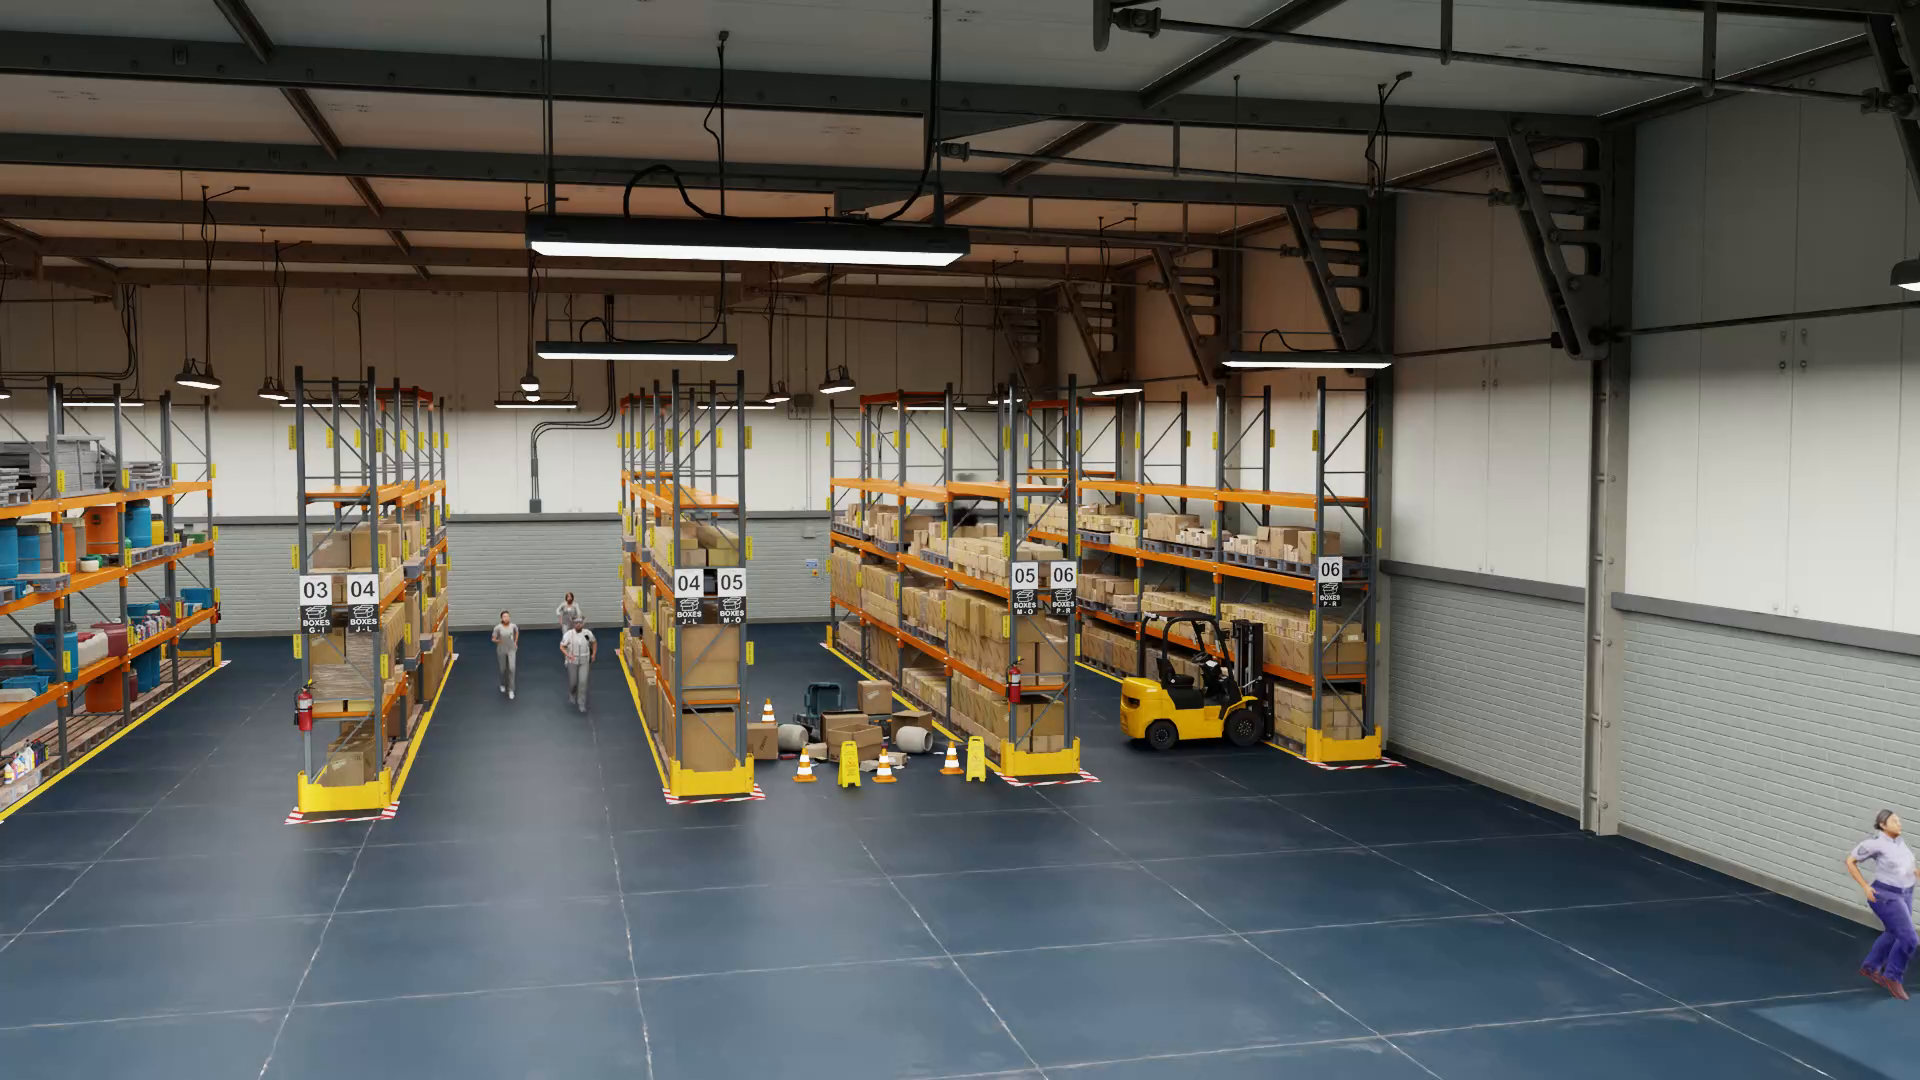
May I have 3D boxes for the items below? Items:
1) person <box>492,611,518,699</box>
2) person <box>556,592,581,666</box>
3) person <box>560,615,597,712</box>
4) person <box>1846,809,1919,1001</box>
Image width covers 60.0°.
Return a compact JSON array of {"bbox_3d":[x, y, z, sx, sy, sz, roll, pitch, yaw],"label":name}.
[{"bbox_3d":[-8.906,2.223,32.584,0.533,1.698,0.890,-1,4,-21],"label":"person"},{"bbox_3d":[-8.756,1.979,37.256,0.529,1.645,0.681,-1,4,-19],"label":"person"},{"bbox_3d":[-7.105,2.280,31.027,0.689,1.781,0.774,-1,4,-17],"label":"person"},{"bbox_3d":[8.456,3.299,15.068,0.581,1.686,0.613,-2,4,-33],"label":"person"}]
